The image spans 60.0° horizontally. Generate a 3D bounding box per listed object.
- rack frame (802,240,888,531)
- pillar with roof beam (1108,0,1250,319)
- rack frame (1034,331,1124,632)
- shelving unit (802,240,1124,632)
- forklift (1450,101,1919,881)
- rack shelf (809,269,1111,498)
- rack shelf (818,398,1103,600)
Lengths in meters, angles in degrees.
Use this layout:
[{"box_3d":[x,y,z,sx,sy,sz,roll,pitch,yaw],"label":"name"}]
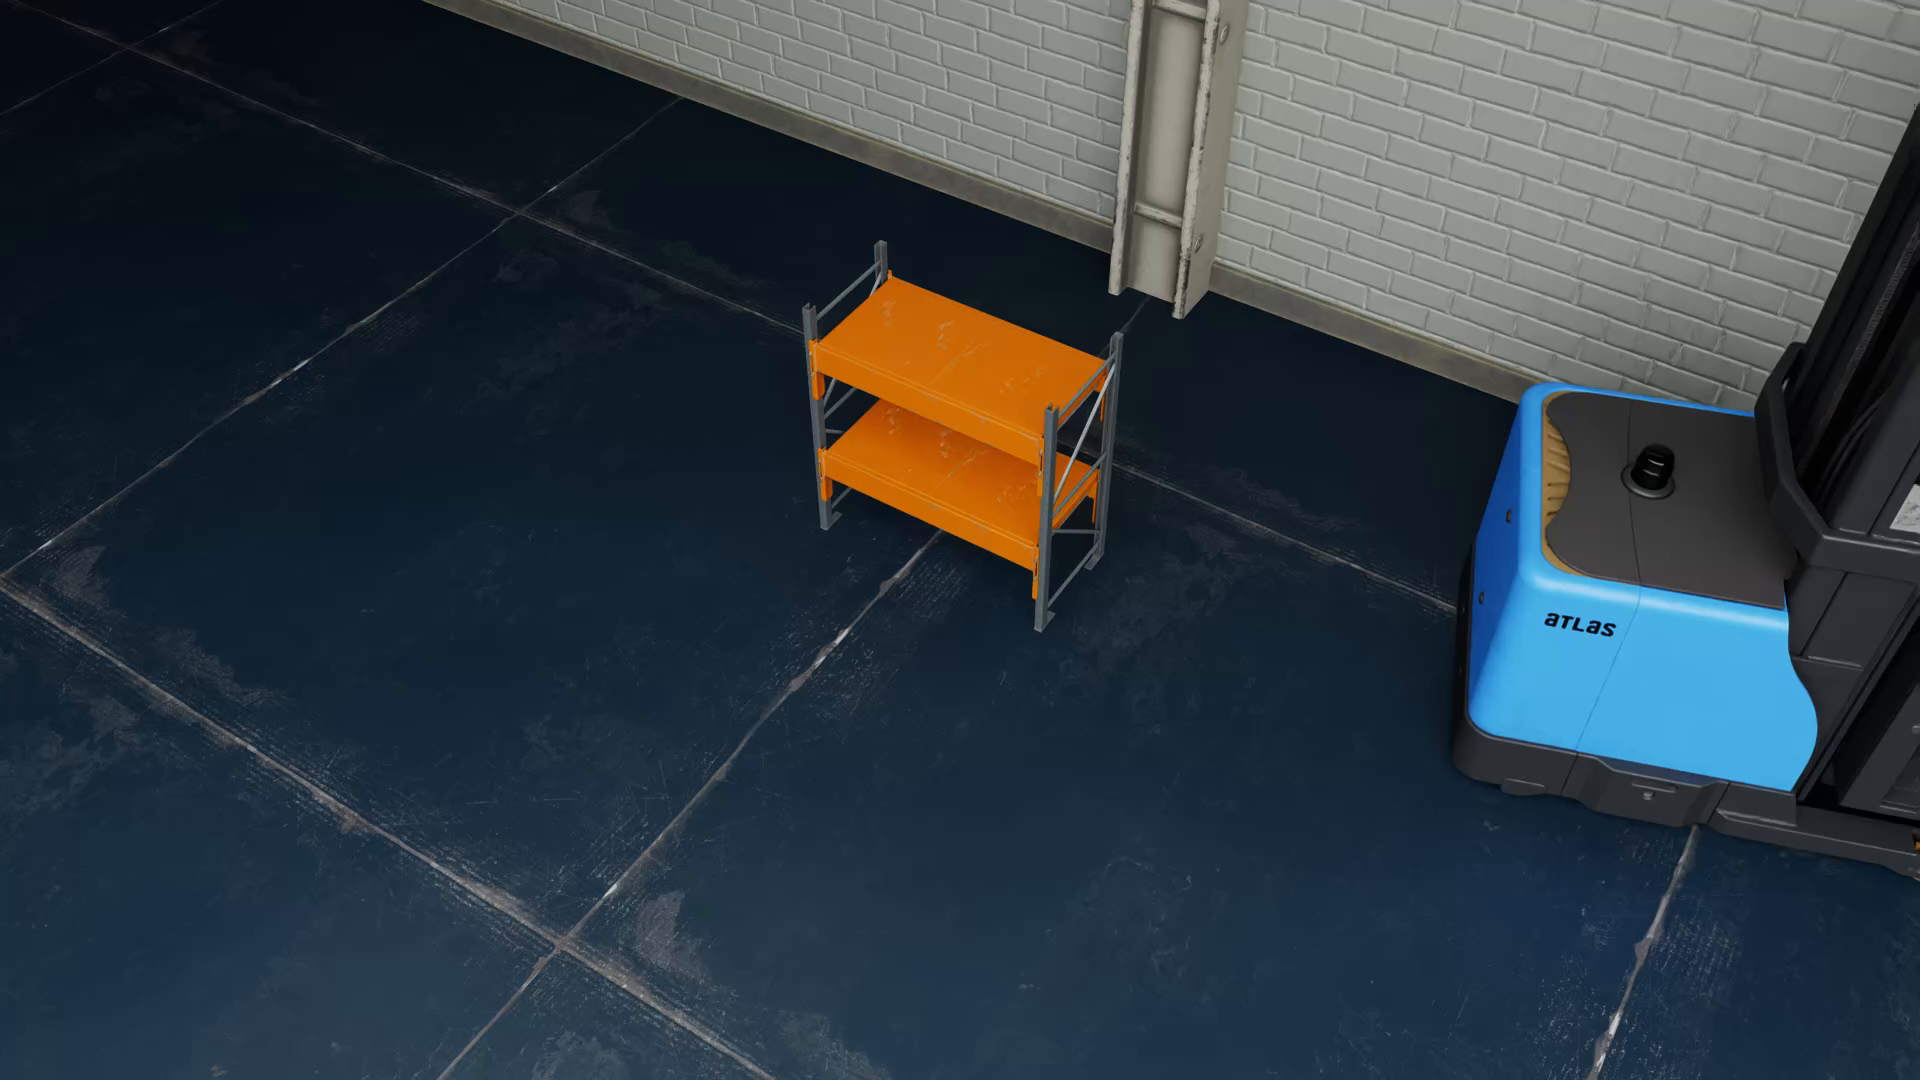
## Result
[{"box_3d":[-0.422,-0.586,6.535,0.032,1.125,0.500,25,51,22],"label":"rack frame"},{"box_3d":[-1.375,-1.732,2.158,0.400,9.000,9.100,25,51,22],"label":"pillar with roof beam"},{"box_3d":[0.434,-0.193,6.153,0.032,1.125,0.500,25,51,22],"label":"rack frame"},{"box_3d":[0.006,-0.389,6.344,1.048,1.125,0.538,25,51,22],"label":"shelving unit"},{"box_3d":[3.314,-0.248,4.947,3.031,2.935,1.130,10,47,10],"label":"forklift"},{"box_3d":[0.006,-0.593,6.134,1.000,0.278,0.538,25,51,22],"label":"rack shelf"},{"box_3d":[0.006,-0.219,6.519,1.000,0.278,0.538,25,51,22],"label":"rack shelf"}]
